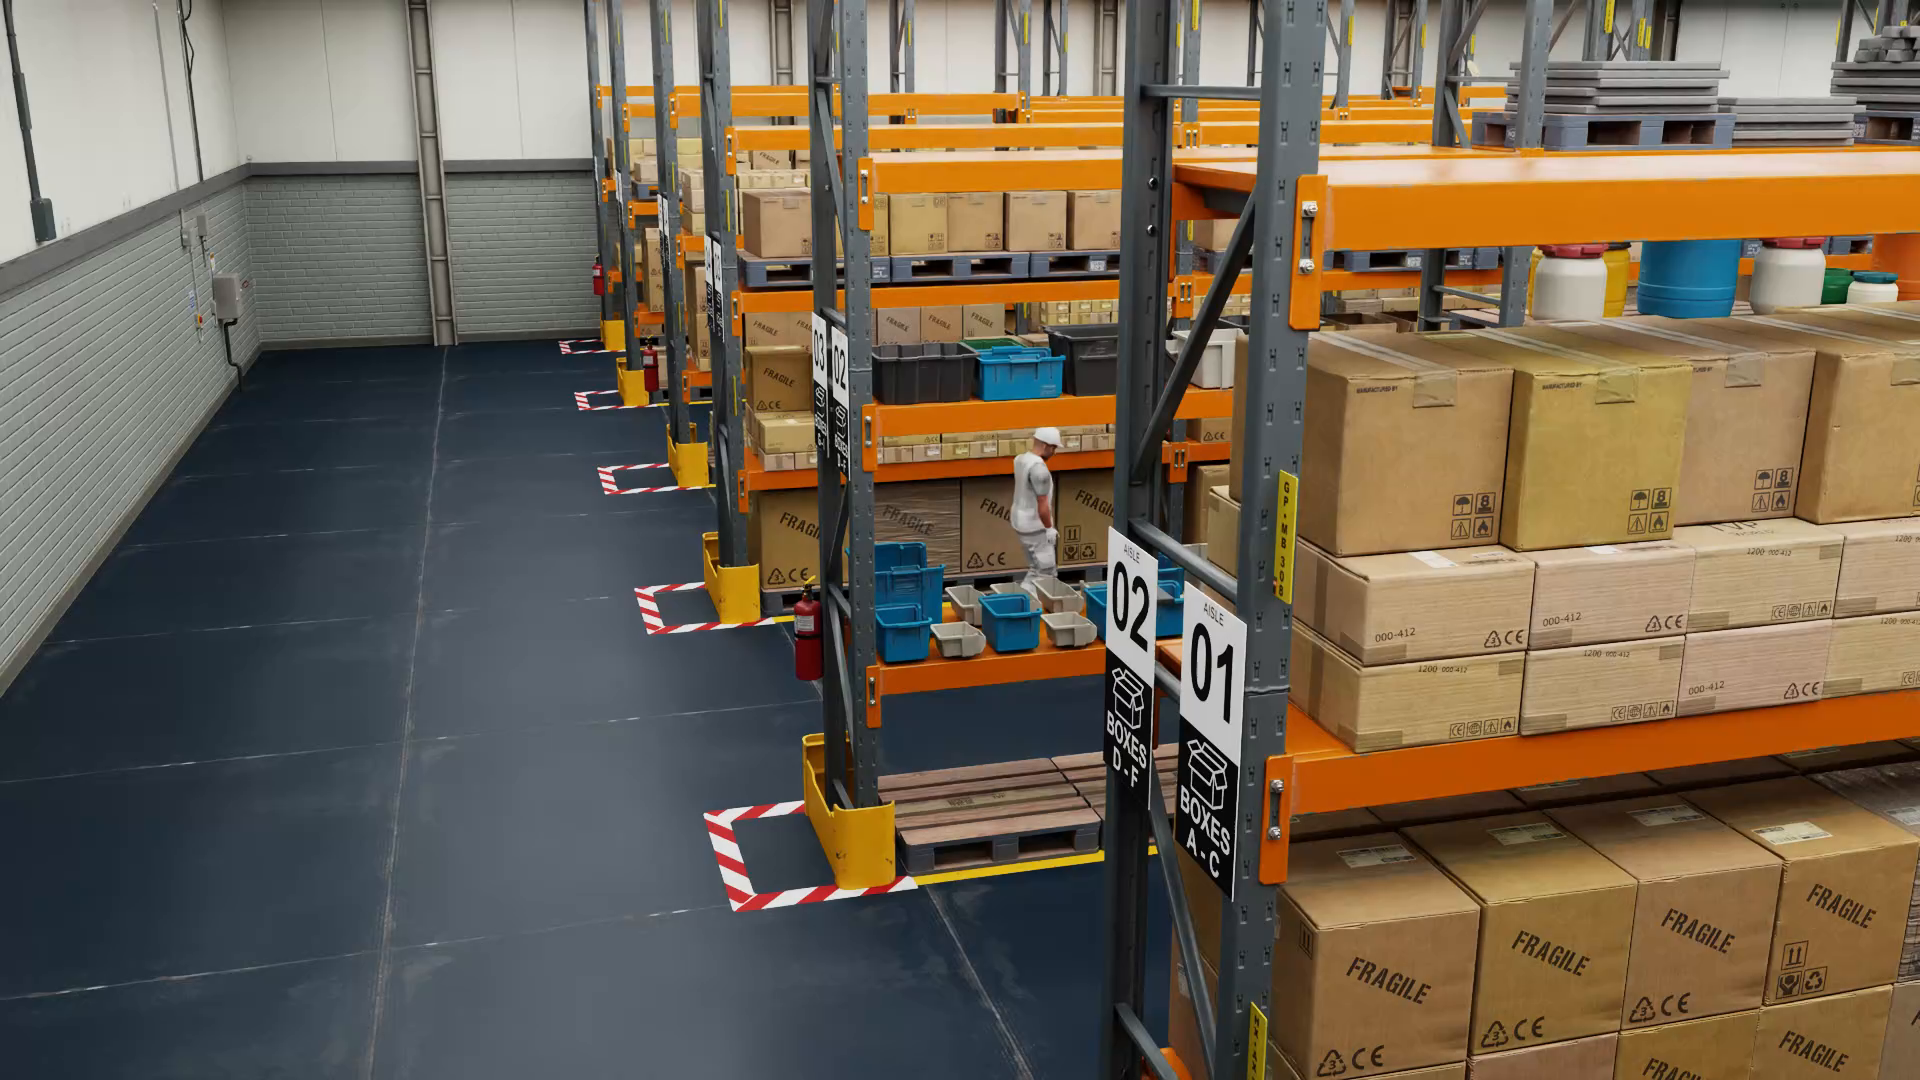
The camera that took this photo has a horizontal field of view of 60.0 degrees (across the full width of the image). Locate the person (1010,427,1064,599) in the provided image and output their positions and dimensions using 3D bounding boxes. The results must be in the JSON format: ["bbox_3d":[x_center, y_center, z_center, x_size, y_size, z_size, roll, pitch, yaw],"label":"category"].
[{"bbox_3d":[0.650,-0.102,13.930,0.443,1.744,0.541,-4,16,-14],"label":"person"}]
